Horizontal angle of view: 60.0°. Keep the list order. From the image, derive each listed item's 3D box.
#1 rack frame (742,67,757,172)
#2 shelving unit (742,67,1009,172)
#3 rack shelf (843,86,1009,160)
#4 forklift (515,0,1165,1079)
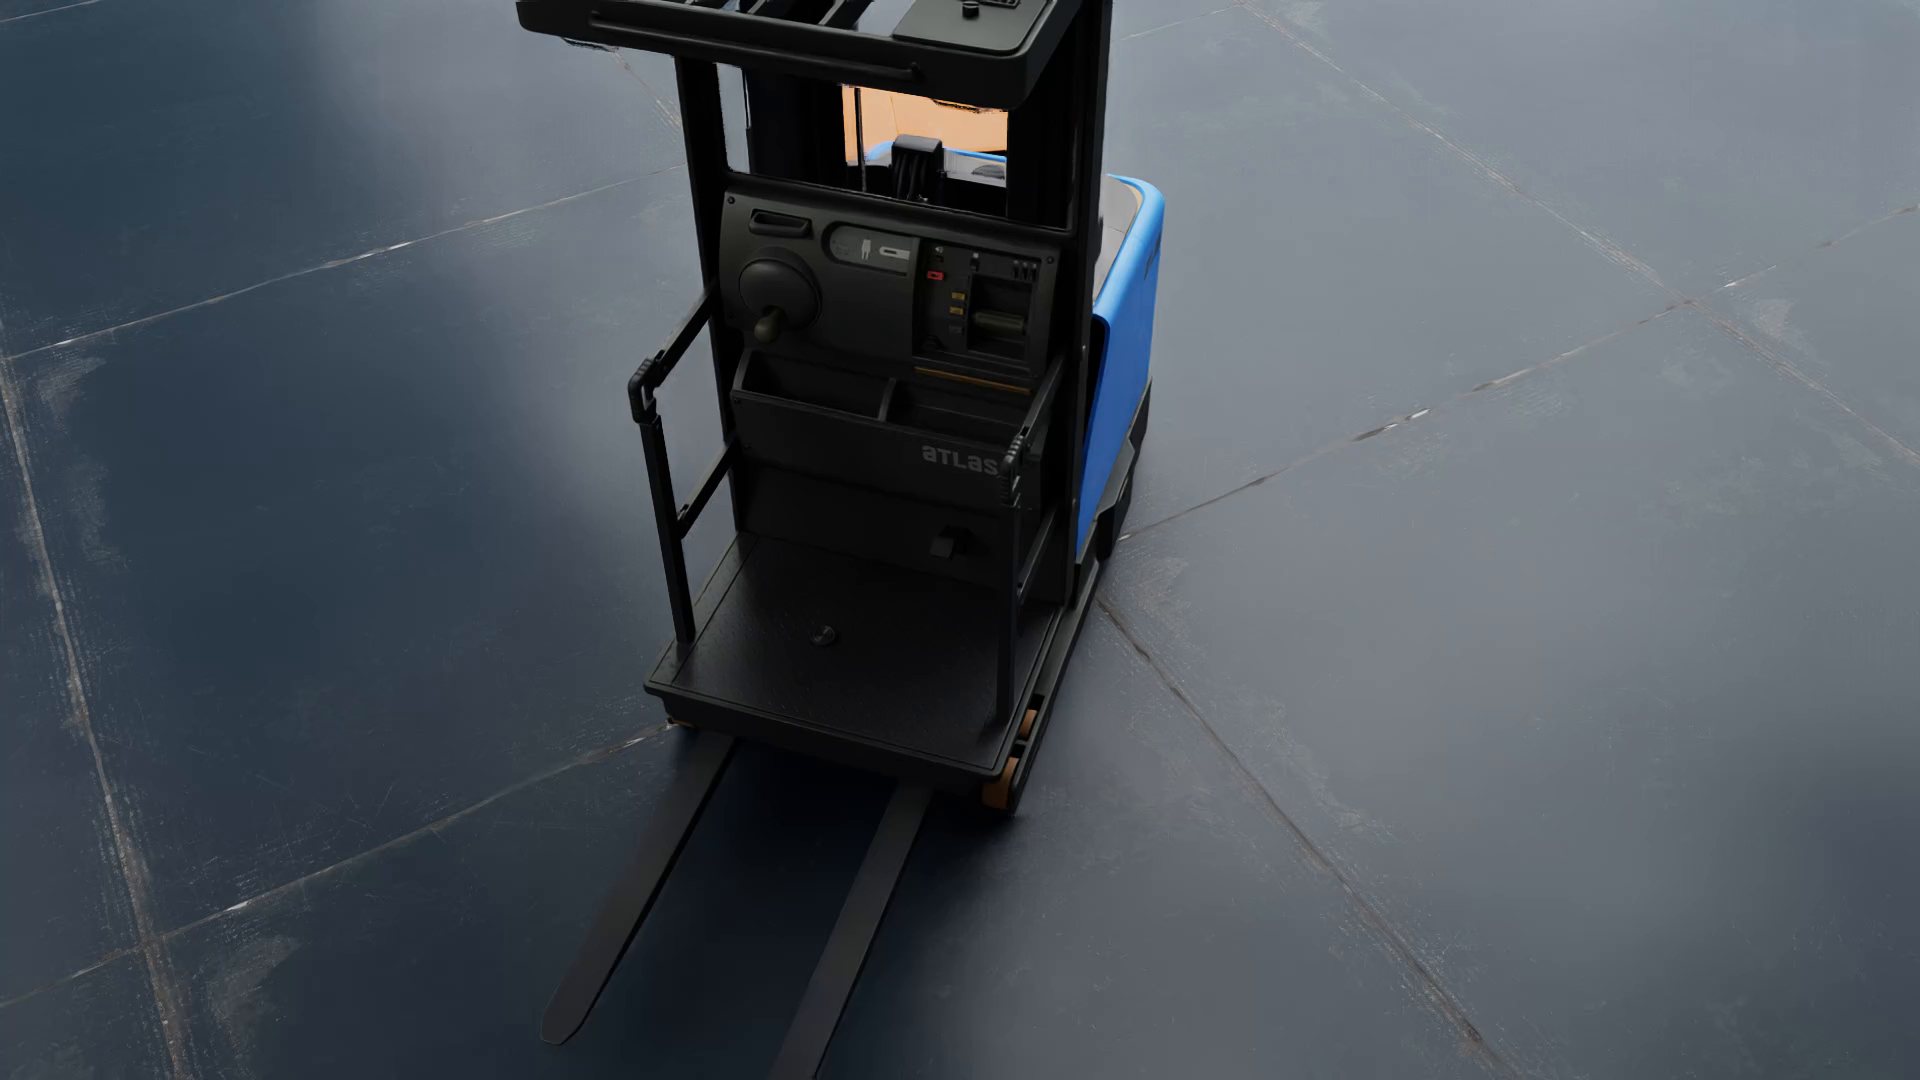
[{"bbox_3d":[-0.730,-1.148,6.125,0.032,1.125,0.500,-5,44,-5],"label":"rack frame"},{"bbox_3d":[-0.226,-1.194,6.173,1.048,1.125,0.538,-5,44,-5],"label":"shelving unit"},{"bbox_3d":[-0.226,-1.404,5.969,1.000,0.278,0.538,-5,44,-5],"label":"rack shelf"},{"bbox_3d":[-0.261,-0.576,4.239,1.130,2.935,3.031,13,46,13],"label":"forklift"}]
